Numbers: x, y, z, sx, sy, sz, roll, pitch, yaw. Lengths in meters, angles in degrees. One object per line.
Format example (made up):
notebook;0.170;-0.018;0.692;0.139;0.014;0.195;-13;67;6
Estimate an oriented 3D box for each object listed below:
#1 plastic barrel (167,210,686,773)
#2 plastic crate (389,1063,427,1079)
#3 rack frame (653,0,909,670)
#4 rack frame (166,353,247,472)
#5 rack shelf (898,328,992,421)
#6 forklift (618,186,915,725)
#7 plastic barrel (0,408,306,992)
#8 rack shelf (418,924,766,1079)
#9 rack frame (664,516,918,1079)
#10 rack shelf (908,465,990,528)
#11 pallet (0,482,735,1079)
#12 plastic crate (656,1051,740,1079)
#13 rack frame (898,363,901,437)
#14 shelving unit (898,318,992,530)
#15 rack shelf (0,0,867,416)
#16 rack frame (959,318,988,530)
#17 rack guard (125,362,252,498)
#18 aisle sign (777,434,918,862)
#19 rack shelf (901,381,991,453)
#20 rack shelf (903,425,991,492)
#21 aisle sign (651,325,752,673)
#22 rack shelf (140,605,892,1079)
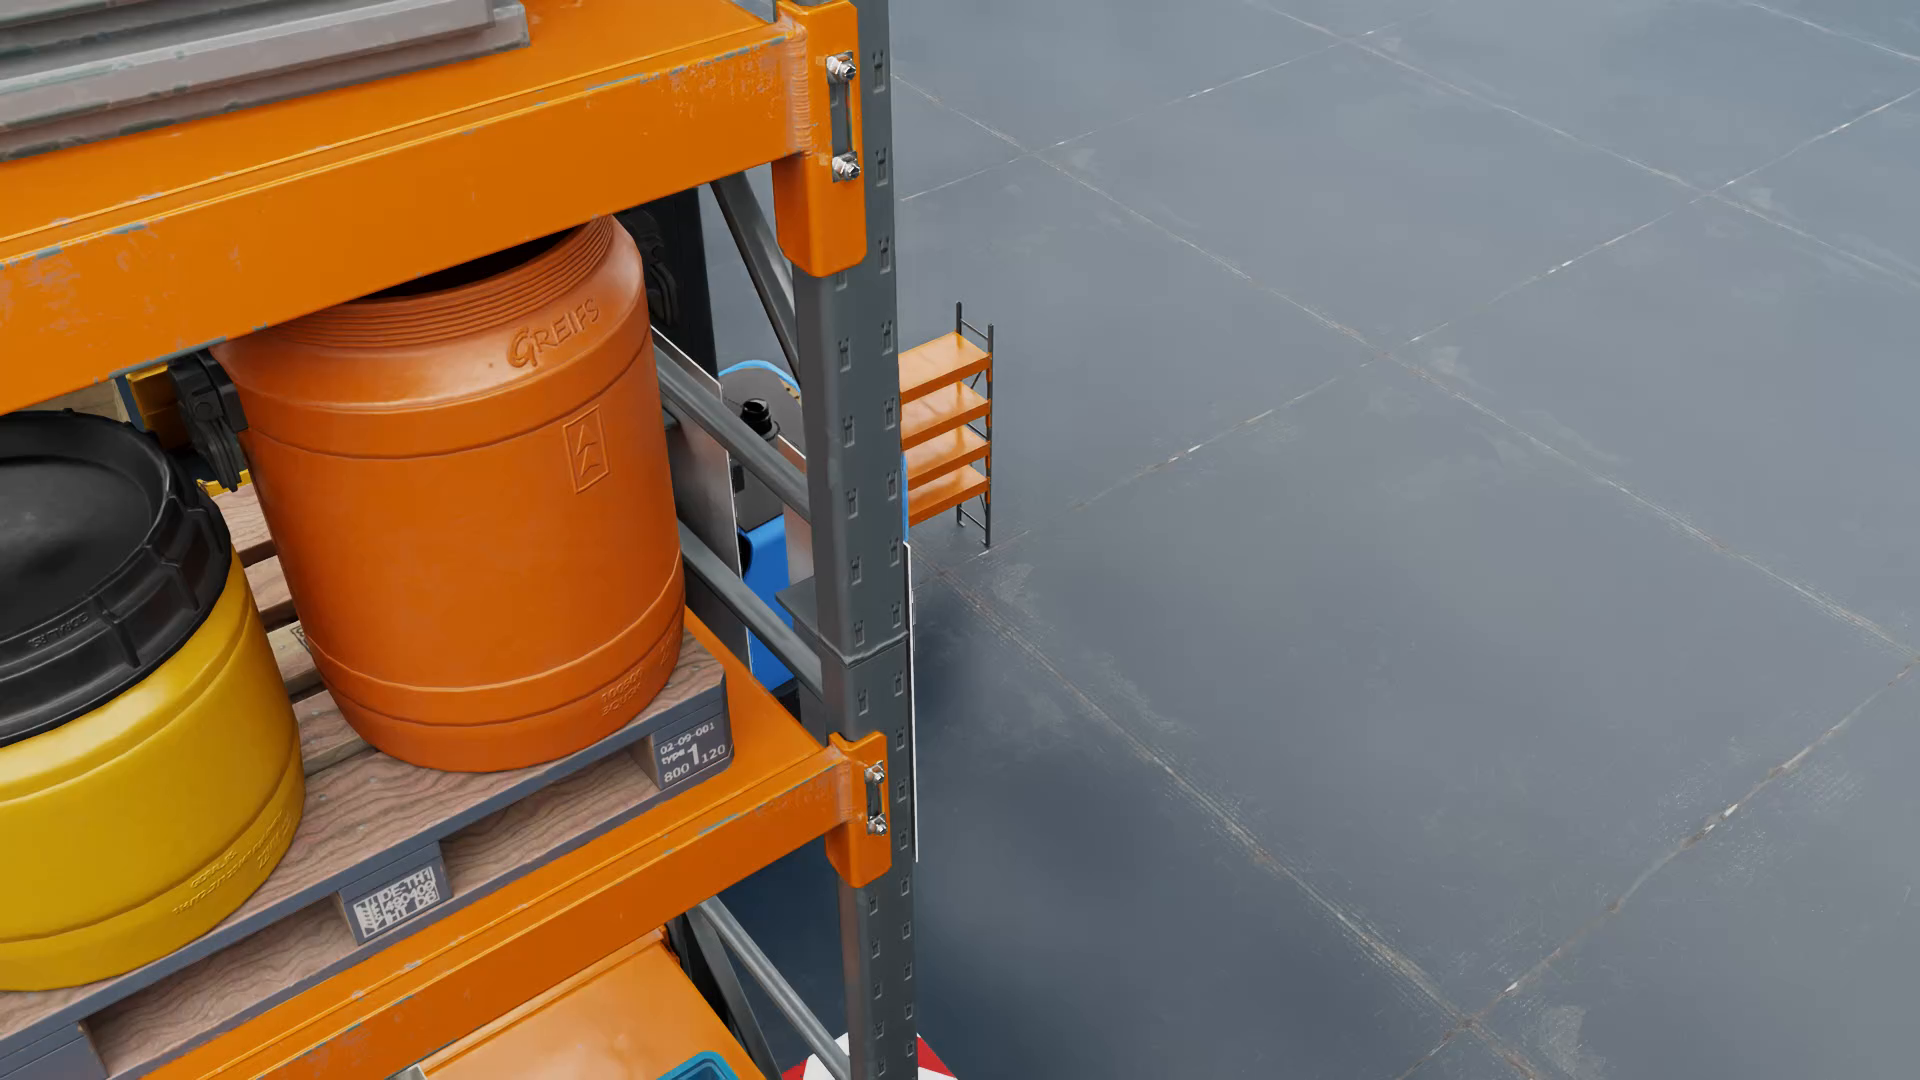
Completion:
plastic barrel;-0.749;-0.136;2.517;0.708;0.830;0.600;-26;46;-28
plastic crate;-1.346;1.386;3.903;0.250;0.136;0.298;-26;46;-28
rack frame;-0.441;-1.219;2.141;0.127;3.000;1.000;-26;46;-28
rack frame;-3.459;-1.391;7.080;0.127;3.000;1.000;-26;46;-28
rack shelf;-0.131;-0.704;7.042;0.480;0.148;0.258;-26;46;-28
forklift;-8.979;-3.636;9.871;6.636;2.935;18.991;-30;48;-31
plastic barrel;-1.267;0.210;2.285;0.600;0.588;0.600;0;39;0
rack shelf;-2.027;2.151;3.330;4.000;0.370;1.077;-26;46;-28
rack frame;-0.441;1.100;4.044;0.127;3.000;1.000;-26;46;-28
rack shelf;-0.131;-0.194;7.460;0.480;0.148;0.258;-26;46;-28
pallet;-1.156;0.284;2.823;1.213;0.211;1.003;-26;46;-28
plastic crate;-0.655;1.501;3.672;0.616;0.251;0.499;-26;46;-28
rack frame;-0.325;-0.306;7.176;0.015;1.200;0.240;-26;46;-28
shelving unit;-0.133;-0.399;7.290;0.499;1.200;0.258;-26;46;-28
rack shelf;-2.027;-0.014;1.554;4.000;0.370;1.077;-26;46;-28
rack frame;0.062;-0.495;7.407;0.006;1.046;0.228;-26;46;-28
rack guard;-3.519;-0.395;7.837;0.348;0.500;1.175;-26;46;-28
aisle sign;-0.203;0.216;3.071;0.004;0.787;0.394;-26;46;-28
rack shelf;-0.131;-0.521;7.192;0.480;0.148;0.258;-26;46;-28
rack shelf;-0.131;-0.348;7.334;0.480;0.148;0.258;-26;46;-28
aisle sign;-0.562;-0.080;3.433;0.004;0.787;0.394;-26;46;-28
rack shelf;-2.027;0.991;2.379;4.000;0.370;1.077;-26;46;-28
